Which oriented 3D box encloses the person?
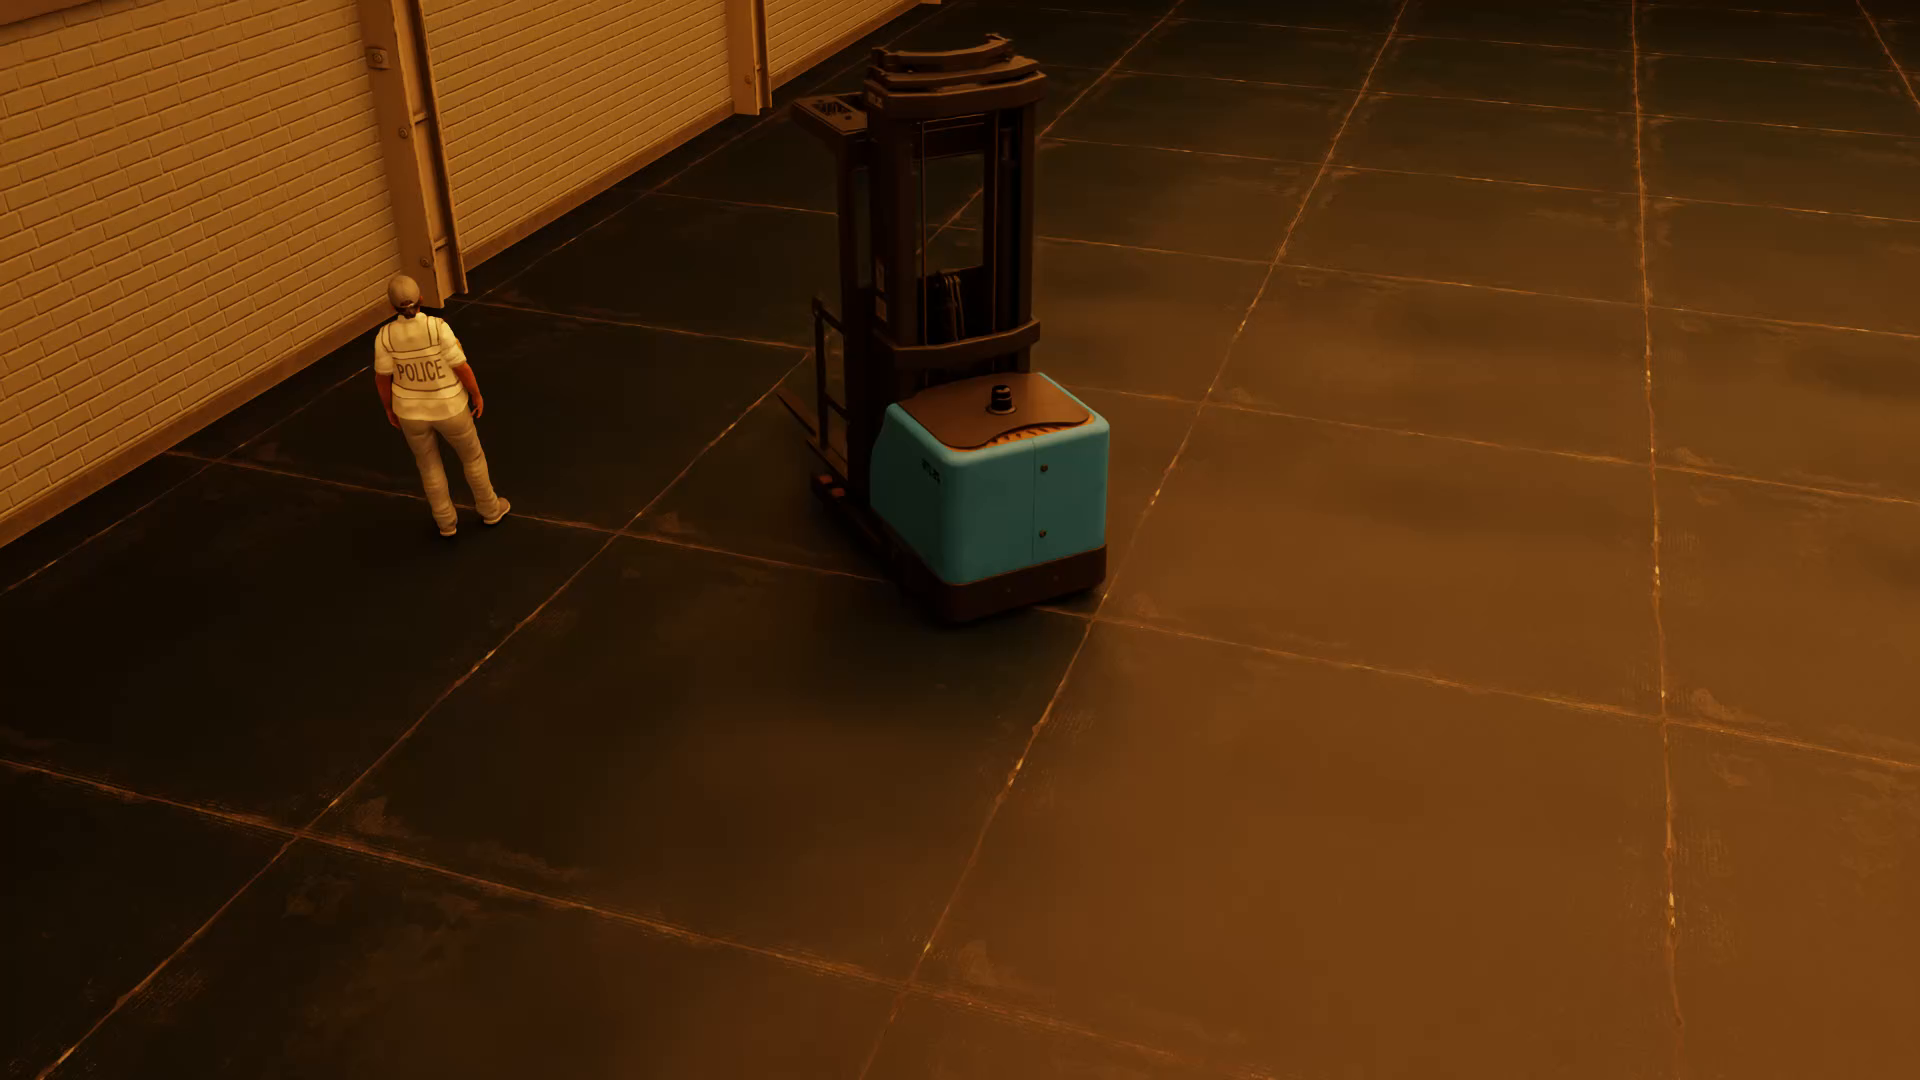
[{"bbox_3d":[-3.086,-0.808,9.818,0.596,1.670,0.531,-4,30,-7],"label":"person"}]

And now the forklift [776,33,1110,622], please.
[{"bbox_3d":[-0.284,-1.525,9.812,1.130,2.935,3.031,-14,33,-23],"label":"forklift"}]
